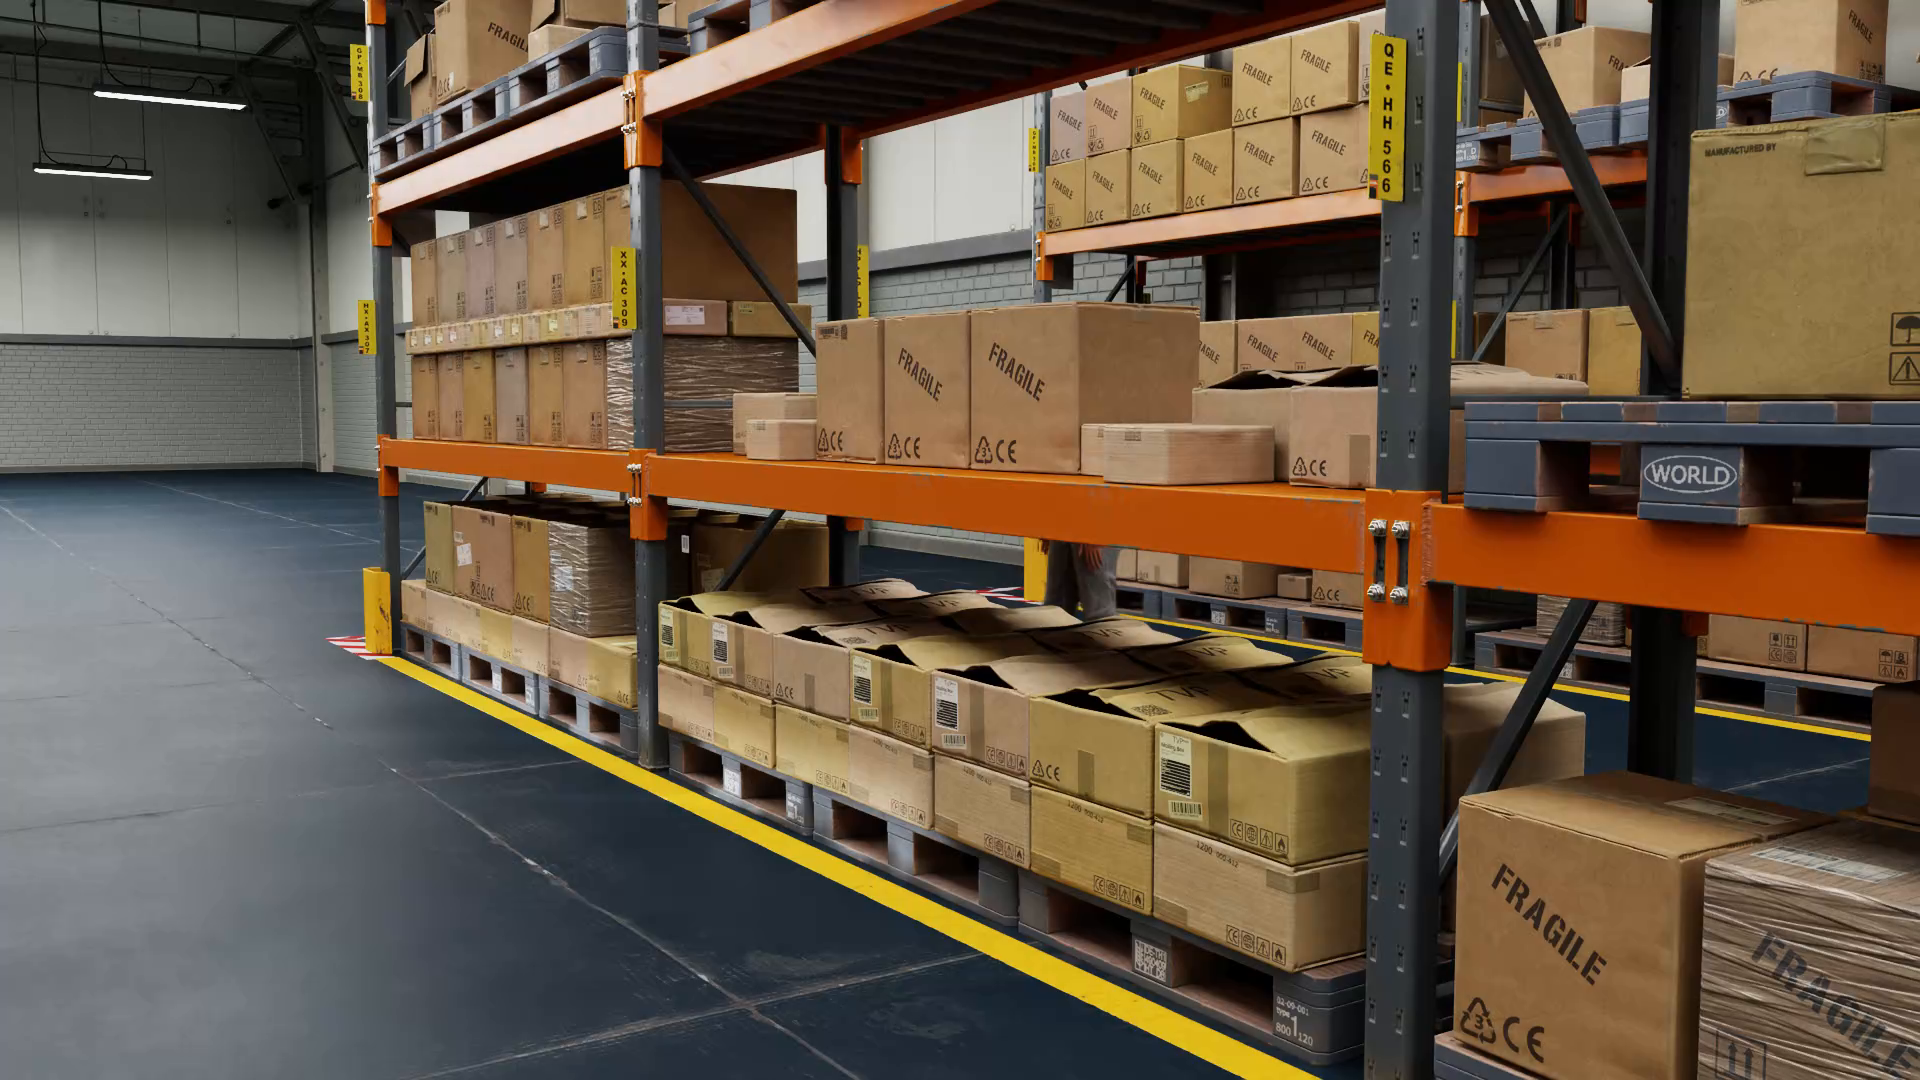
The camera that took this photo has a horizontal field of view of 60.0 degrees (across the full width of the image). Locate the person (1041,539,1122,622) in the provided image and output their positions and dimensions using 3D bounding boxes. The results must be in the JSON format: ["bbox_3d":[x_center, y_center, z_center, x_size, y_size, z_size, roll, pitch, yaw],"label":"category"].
[{"bbox_3d":[0.527,-0.048,7.951,0.539,1.776,0.594,-1,5,-14],"label":"person"}]
